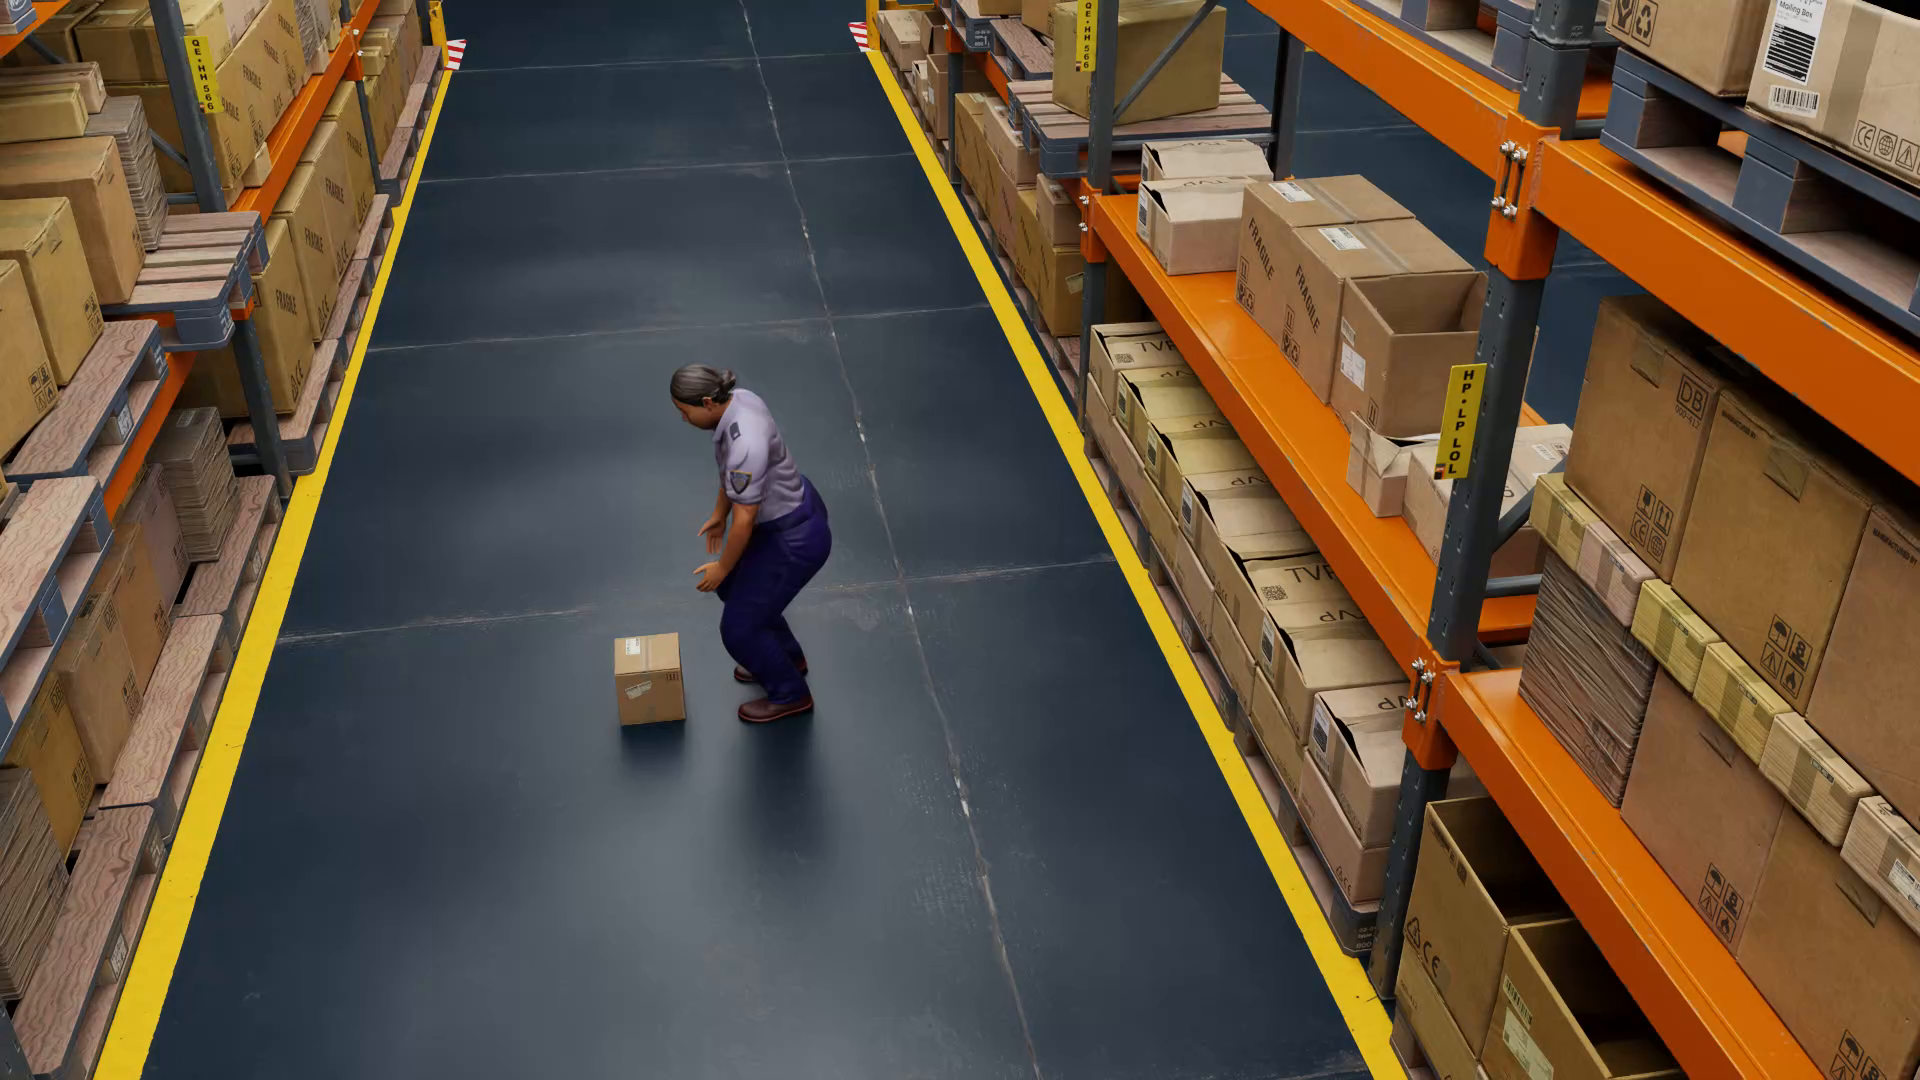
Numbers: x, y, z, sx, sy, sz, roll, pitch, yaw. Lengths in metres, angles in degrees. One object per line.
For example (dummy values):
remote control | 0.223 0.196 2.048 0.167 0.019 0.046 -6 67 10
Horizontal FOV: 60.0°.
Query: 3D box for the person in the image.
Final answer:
person | -0.764 -0.002 6.317 0.552 1.490 0.523 -5 31 -8
